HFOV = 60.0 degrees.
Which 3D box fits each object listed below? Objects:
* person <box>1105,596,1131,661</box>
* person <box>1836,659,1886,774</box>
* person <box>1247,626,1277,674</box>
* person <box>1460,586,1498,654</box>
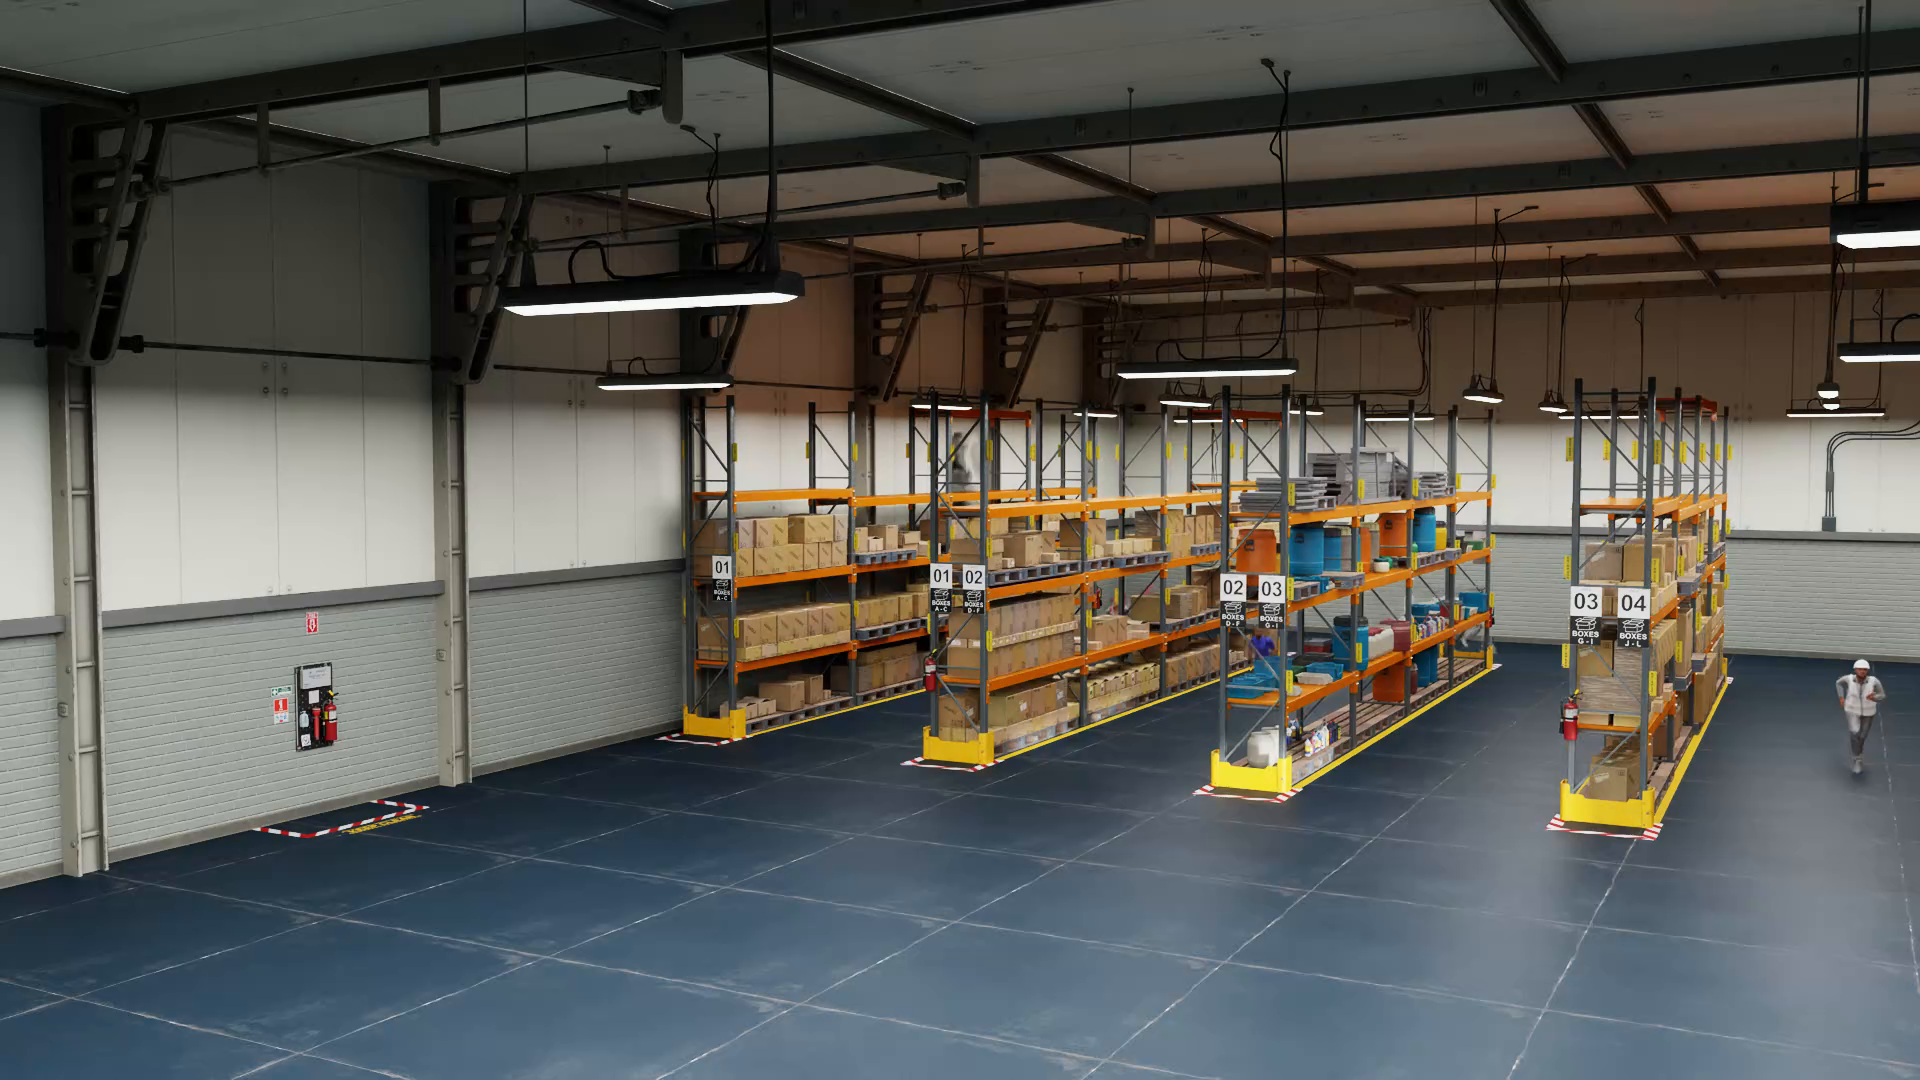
[{"bbox_3d":[3.652,2.121,38.144,0.654,1.710,0.807,2,3,28],"label":"person"},{"bbox_3d":[14.227,2.754,26.301,0.654,1.788,0.965,1,3,19],"label":"person"},{"bbox_3d":[5.975,2.585,32.919,0.586,1.455,0.761,1,3,21],"label":"person"},{"bbox_3d":[13.020,1.987,41.656,1.058,1.688,0.617,3,4,44],"label":"person"}]
